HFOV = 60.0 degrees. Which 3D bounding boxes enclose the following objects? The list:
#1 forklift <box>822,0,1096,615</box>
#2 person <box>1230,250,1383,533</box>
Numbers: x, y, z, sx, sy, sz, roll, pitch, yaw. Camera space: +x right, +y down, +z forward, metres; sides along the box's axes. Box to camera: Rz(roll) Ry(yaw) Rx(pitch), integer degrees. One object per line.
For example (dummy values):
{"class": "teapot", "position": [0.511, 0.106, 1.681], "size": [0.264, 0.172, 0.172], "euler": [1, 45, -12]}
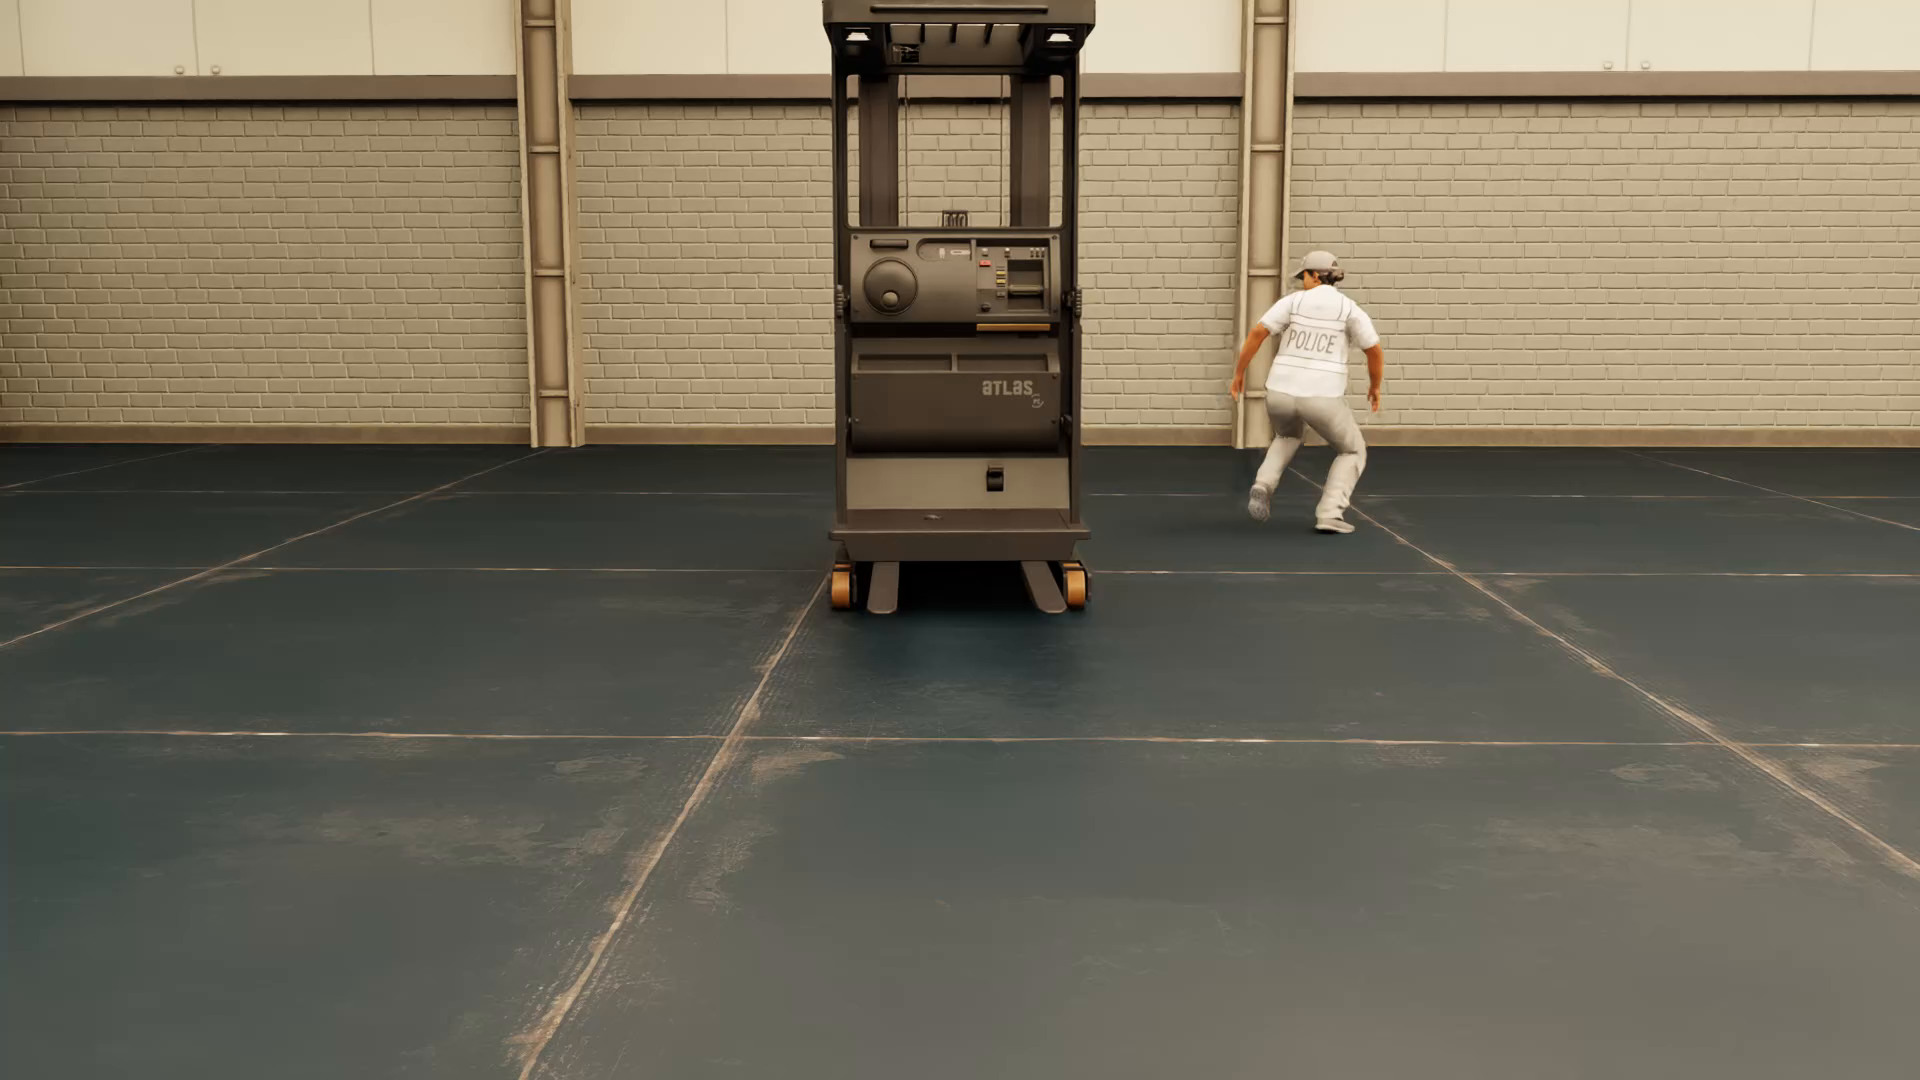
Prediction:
{"class": "forklift", "position": [-0.012, -1.202, 7.162], "size": [1.130, 2.935, 3.031], "euler": [0, 9, -1]}
{"class": "person", "position": [1.957, -0.823, 9.293], "size": [0.755, 1.572, 0.556], "euler": [5, 10, 31]}
